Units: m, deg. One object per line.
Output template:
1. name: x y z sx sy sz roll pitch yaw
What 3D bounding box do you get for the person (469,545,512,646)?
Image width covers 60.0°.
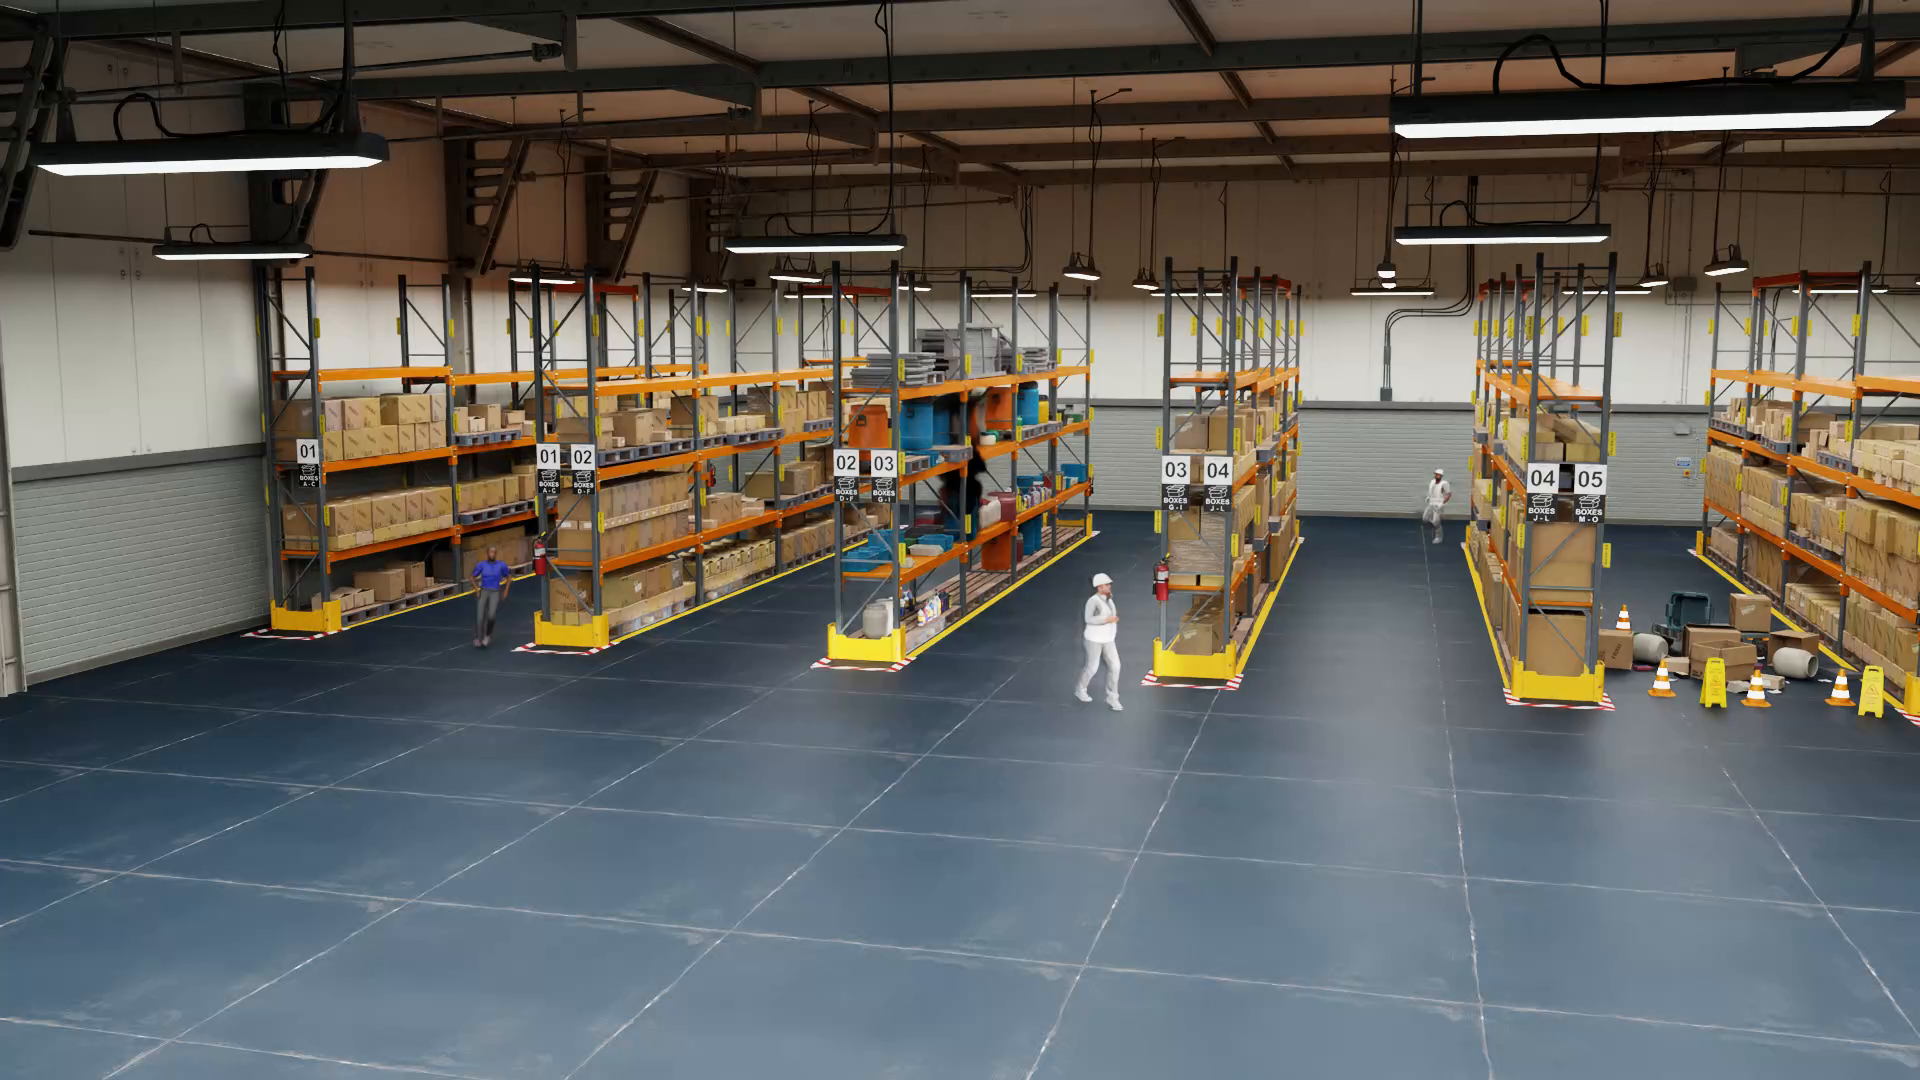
1. person: -7.410 0.890 26.251 0.638 1.593 0.590 -1 7 -11

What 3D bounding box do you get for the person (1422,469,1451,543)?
1. person: 11.129 -0.796 38.942 0.506 1.742 0.711 -4 8 -26

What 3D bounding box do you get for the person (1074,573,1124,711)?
1. person: 1.821 1.355 21.997 0.782 1.840 0.626 7 10 44
